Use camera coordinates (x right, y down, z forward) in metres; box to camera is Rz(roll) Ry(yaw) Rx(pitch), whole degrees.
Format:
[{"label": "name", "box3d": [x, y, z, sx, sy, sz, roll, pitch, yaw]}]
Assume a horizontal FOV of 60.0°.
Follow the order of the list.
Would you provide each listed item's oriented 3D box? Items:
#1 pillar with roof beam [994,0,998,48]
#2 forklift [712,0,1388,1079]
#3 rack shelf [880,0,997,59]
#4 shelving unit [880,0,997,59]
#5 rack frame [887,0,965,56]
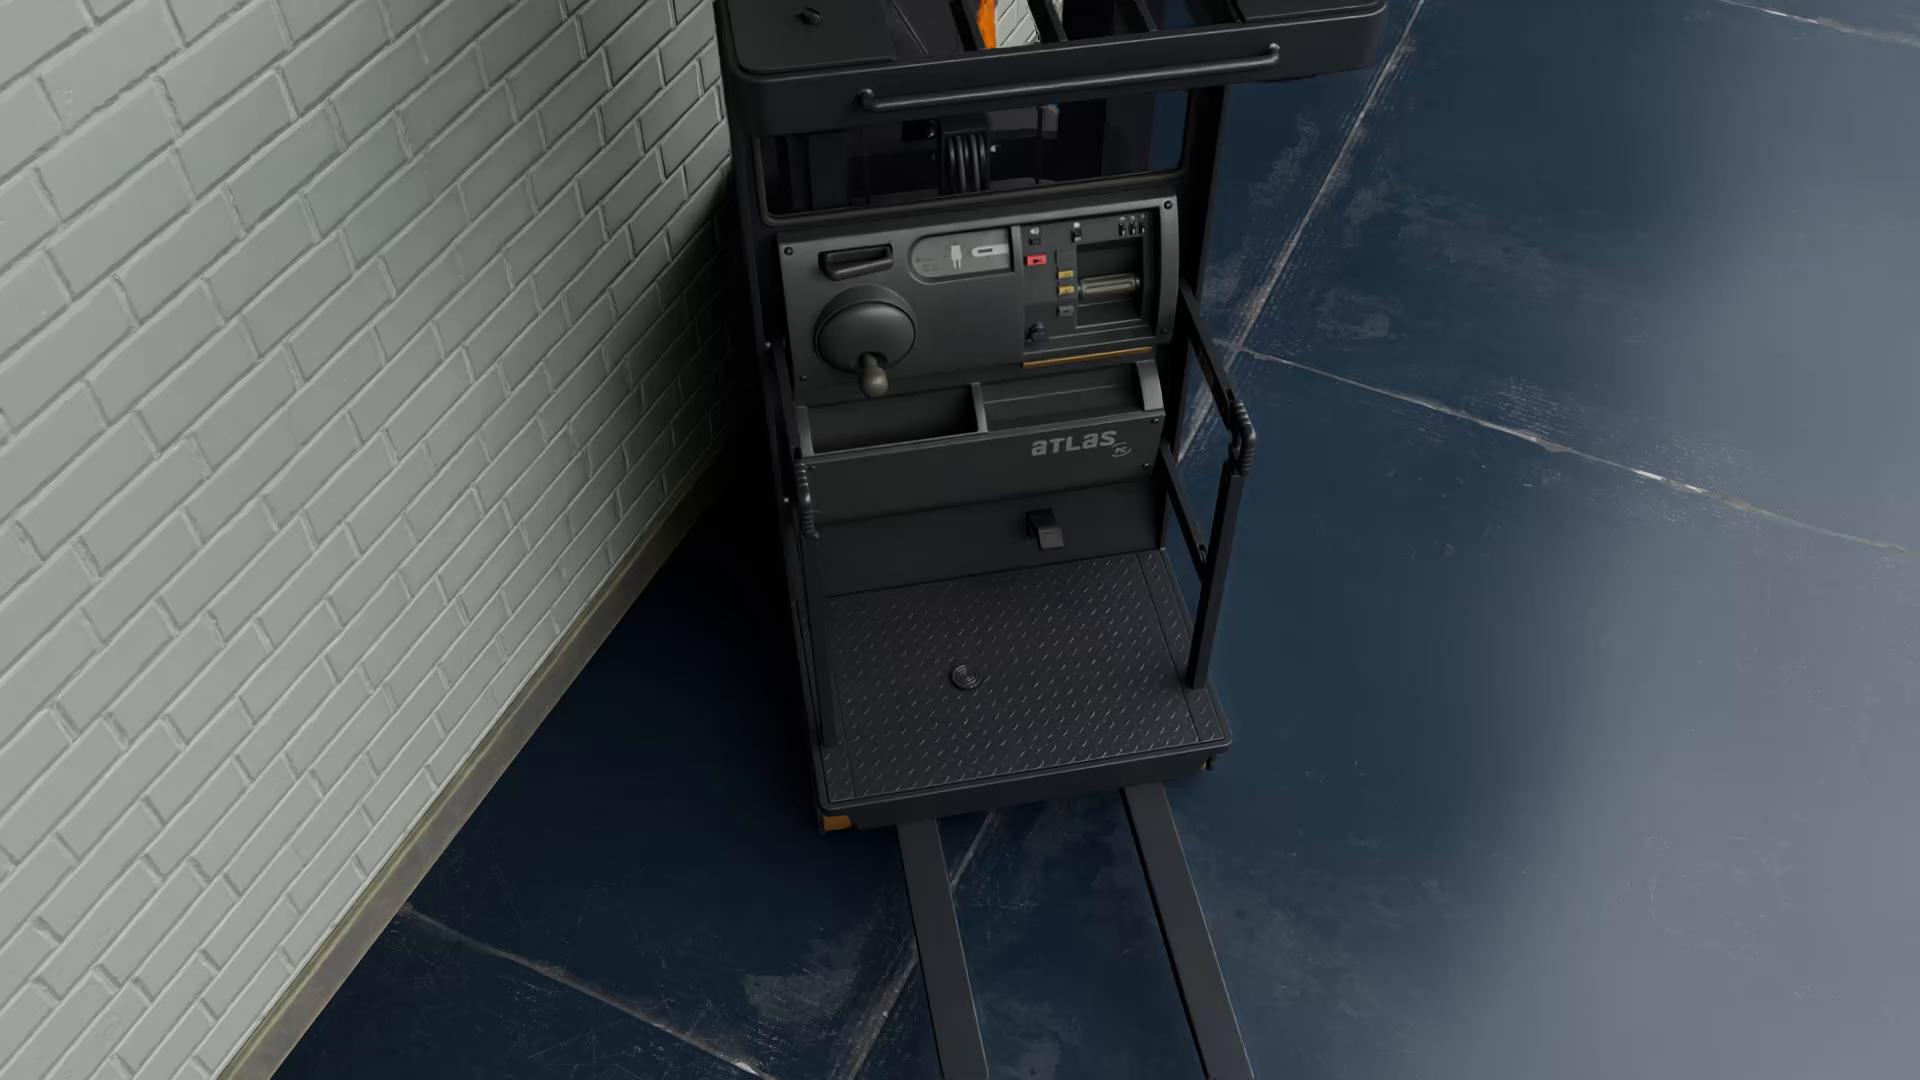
[{"label": "pillar with roof beam", "box3d": [3.797, -2.574, 1.532, 9.100, 9.000, 0.400, 20, 52, 16]}, {"label": "forklift", "box3d": [0.095, -0.467, 3.723, 1.130, 2.935, 3.031, -8, 50, -7]}, {"label": "rack shelf", "box3d": [-0.124, -1.373, 5.030, 0.431, 0.518, 0.480, 4, 51, 7]}, {"label": "shelving unit", "box3d": [-0.125, -1.381, 5.019, 0.431, 2.100, 0.503, 4, 51, 7]}, {"label": "rack frame", "box3d": [-0.158, -1.193, 4.868, 0.400, 2.100, 0.015, 4, 51, 7]}]
